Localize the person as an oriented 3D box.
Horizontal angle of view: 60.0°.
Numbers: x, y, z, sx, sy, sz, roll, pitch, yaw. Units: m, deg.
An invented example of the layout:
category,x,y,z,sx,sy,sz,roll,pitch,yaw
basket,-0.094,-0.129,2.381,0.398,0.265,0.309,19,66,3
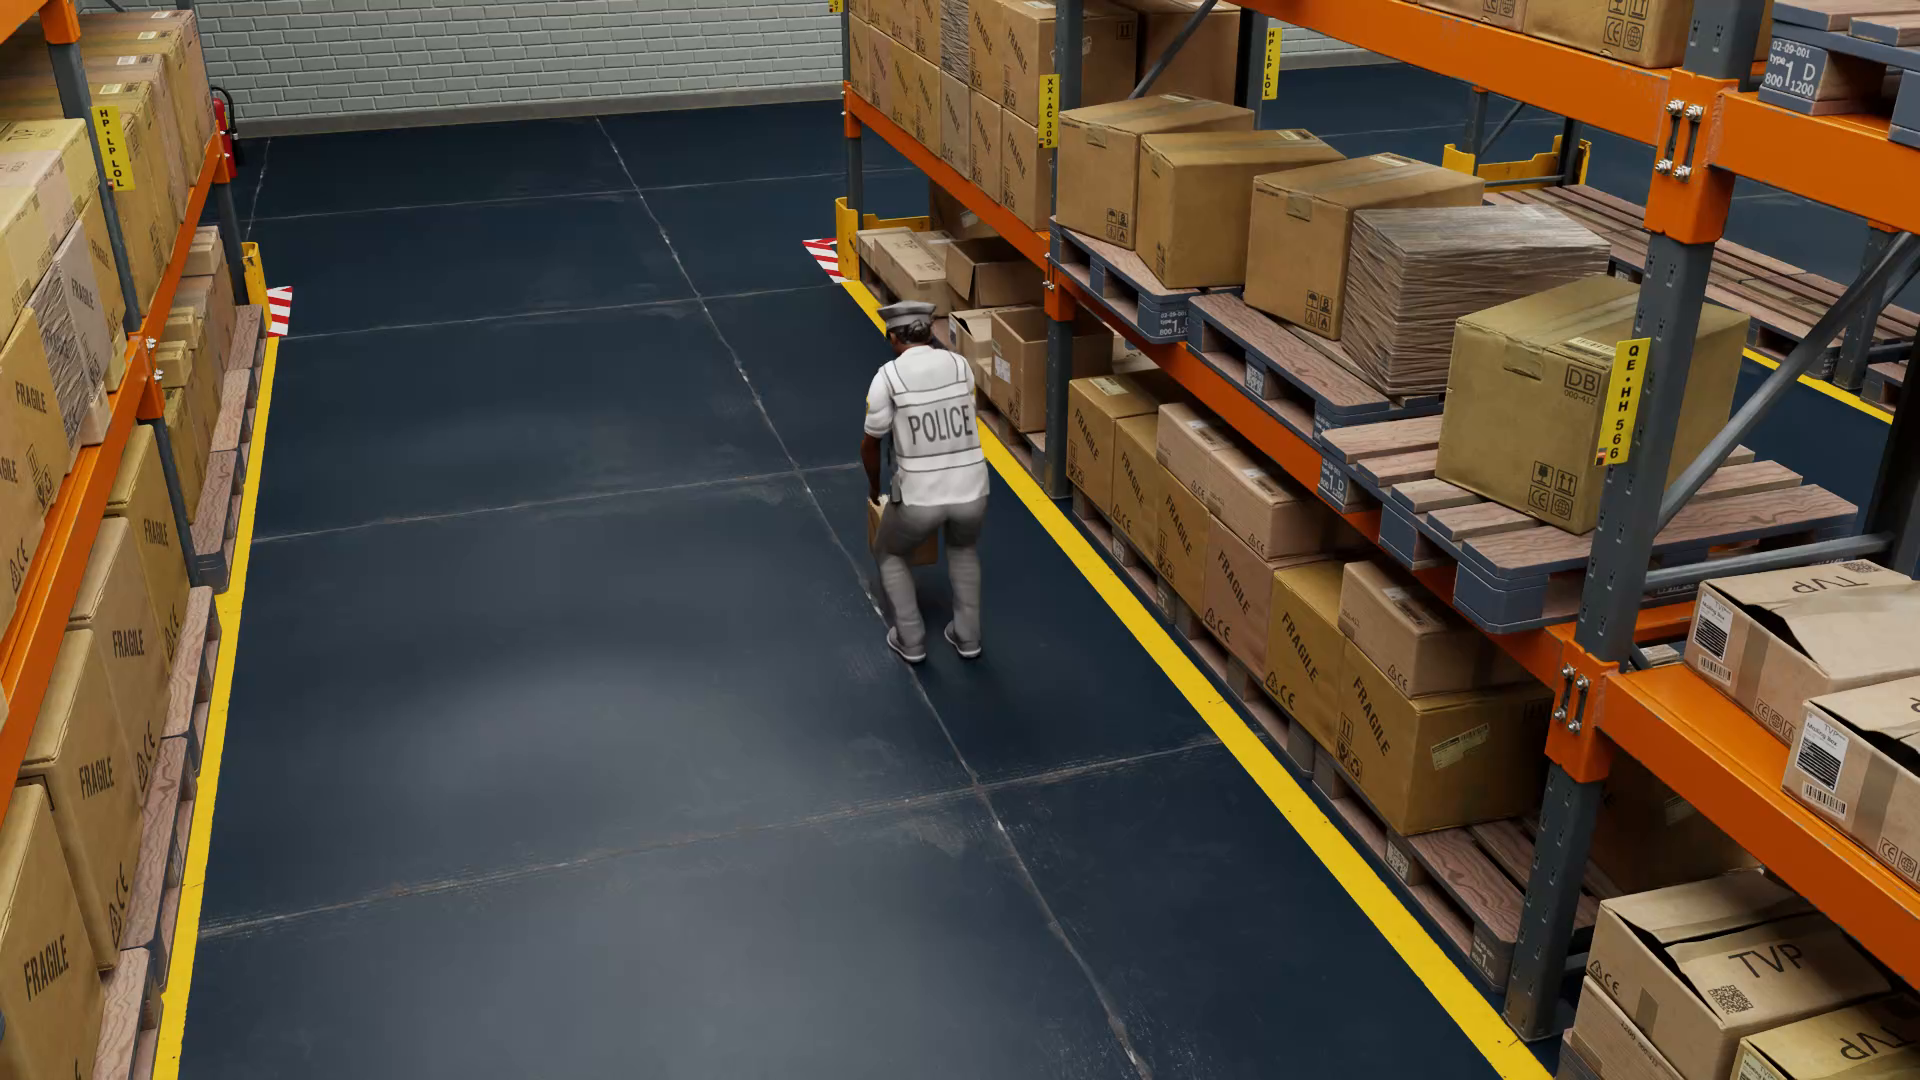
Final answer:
category,x,y,z,sx,sy,sz,roll,pitch,yaw
person,-0.151,-0.216,6.759,0.490,1.487,0.628,-8,28,-15
